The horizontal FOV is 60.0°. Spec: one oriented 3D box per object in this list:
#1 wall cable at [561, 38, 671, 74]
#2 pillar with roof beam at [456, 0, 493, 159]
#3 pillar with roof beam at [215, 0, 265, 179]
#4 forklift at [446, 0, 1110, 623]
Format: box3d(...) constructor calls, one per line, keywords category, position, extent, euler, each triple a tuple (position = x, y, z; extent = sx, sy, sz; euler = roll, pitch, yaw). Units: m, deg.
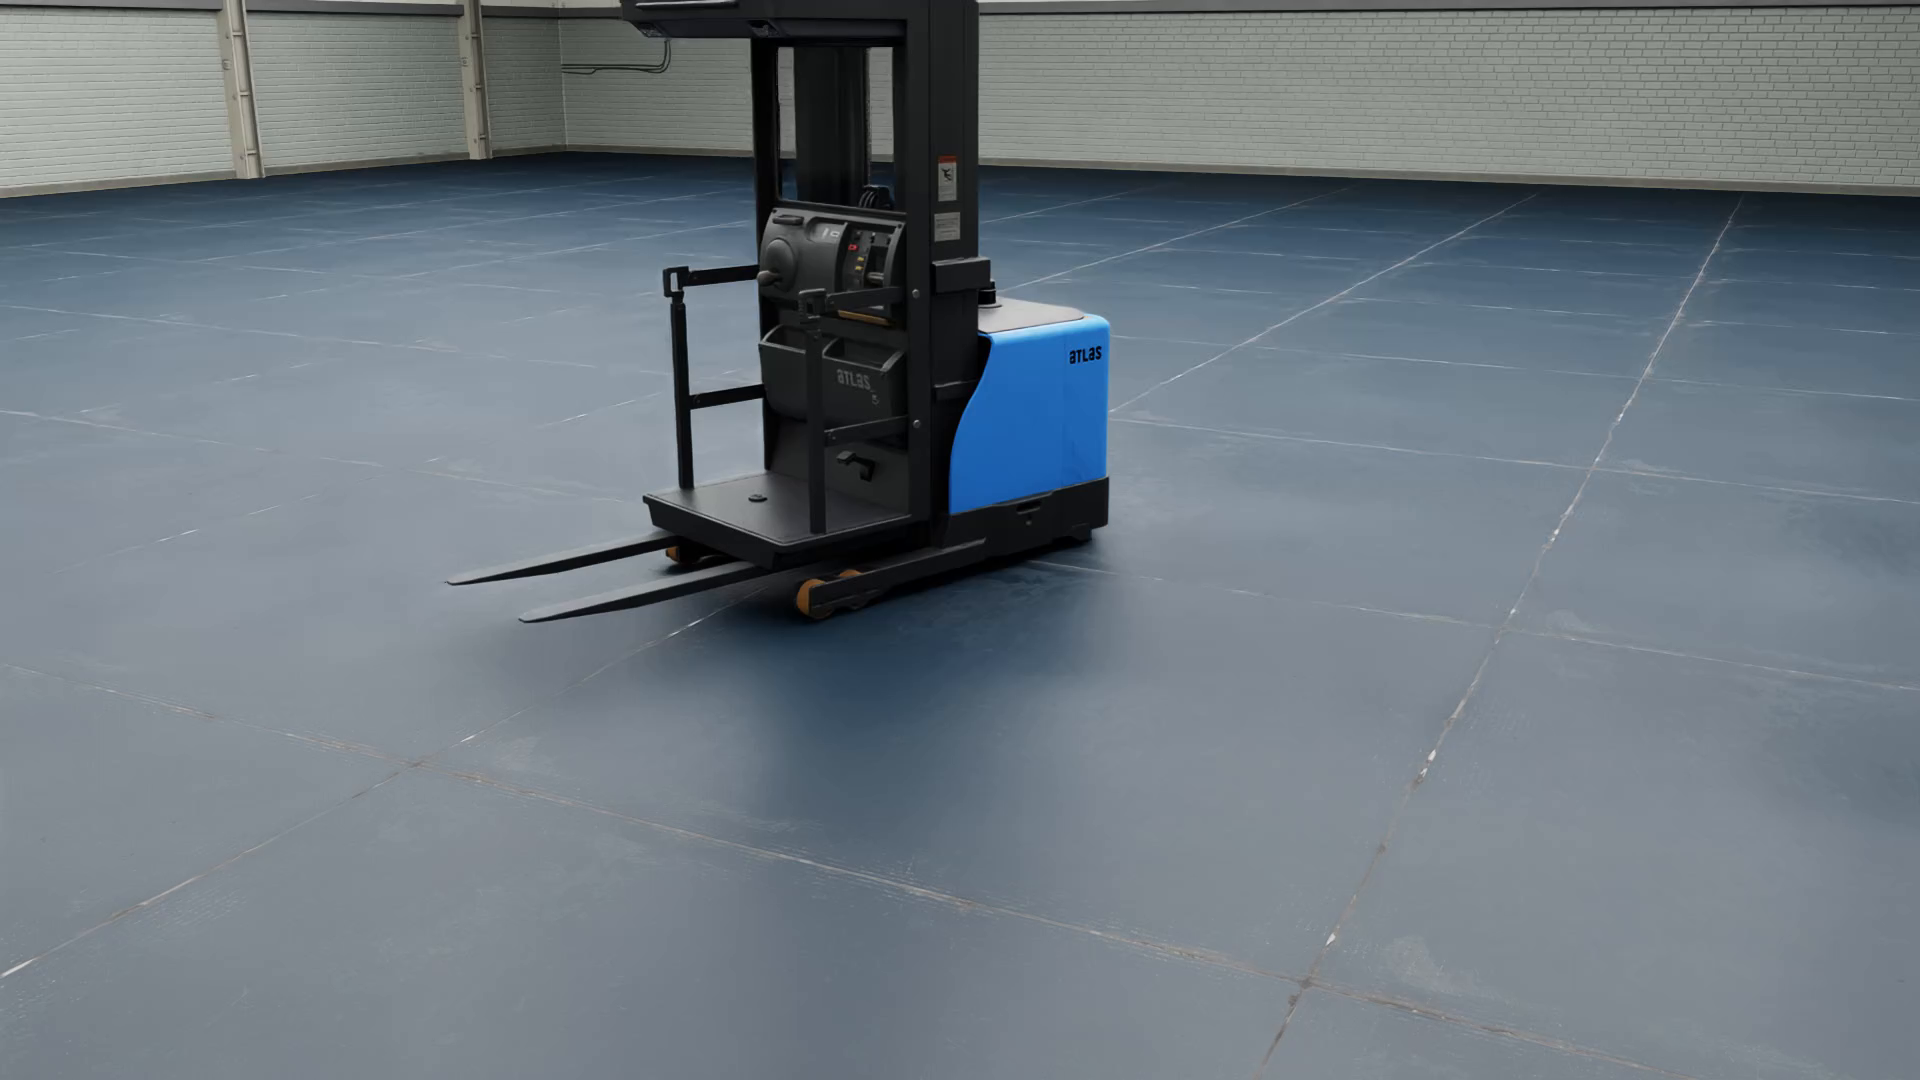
box3d(category="wall cable", position=(-7.650, -11.485, 36.341), extent=(3.097, 2.526, 0.112), euler=(8, 18, 25))
box3d(category="pillar with roof beam", position=(-6.298, -11.844, 32.095), extent=(9.100, 9.000, 0.400), euler=(8, 18, 25))
box3d(category="pillar with roof beam", position=(-8.979, -10.315, 26.950), extent=(9.100, 9.000, 0.400), euler=(8, 18, 25))
box3d(category="forklift", position=(-0.717, -1.243, 7.062), extent=(3.031, 2.935, 1.130), euler=(-14, 22, -40))
